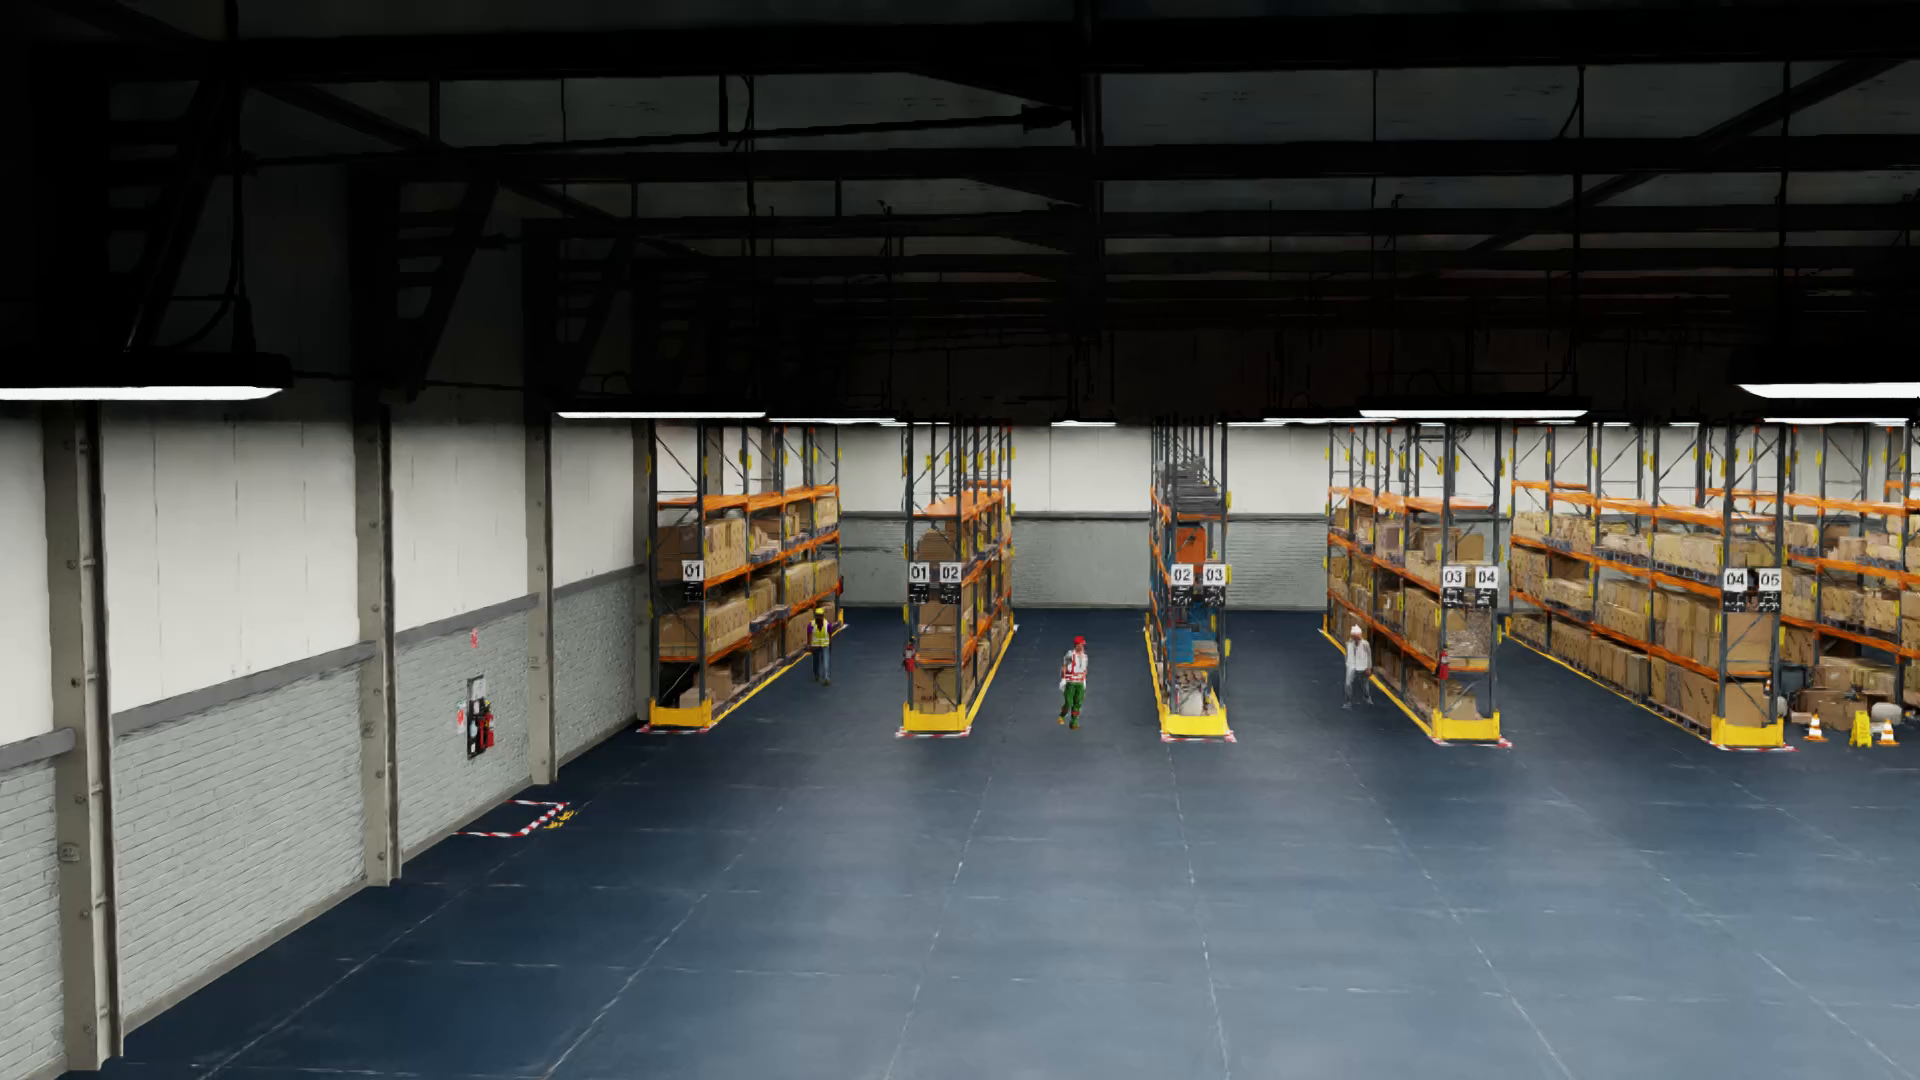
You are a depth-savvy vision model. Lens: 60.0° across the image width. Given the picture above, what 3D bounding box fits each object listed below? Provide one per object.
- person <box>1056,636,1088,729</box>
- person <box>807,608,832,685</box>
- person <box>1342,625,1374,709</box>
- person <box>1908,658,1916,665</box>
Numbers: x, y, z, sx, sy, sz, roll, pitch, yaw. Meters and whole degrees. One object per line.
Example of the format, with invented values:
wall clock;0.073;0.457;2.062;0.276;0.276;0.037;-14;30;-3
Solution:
person;2.153;2.704;31.705;0.591;1.780;0.572;-2;4;-30
person;-3.143;2.359;37.189;0.569;1.709;1.034;0;4;-4
person;8.132;2.585;33.943;0.574;1.721;0.955;2;4;26
person;22.833;2.252;39.486;0.560;1.605;0.612;2;4;30
